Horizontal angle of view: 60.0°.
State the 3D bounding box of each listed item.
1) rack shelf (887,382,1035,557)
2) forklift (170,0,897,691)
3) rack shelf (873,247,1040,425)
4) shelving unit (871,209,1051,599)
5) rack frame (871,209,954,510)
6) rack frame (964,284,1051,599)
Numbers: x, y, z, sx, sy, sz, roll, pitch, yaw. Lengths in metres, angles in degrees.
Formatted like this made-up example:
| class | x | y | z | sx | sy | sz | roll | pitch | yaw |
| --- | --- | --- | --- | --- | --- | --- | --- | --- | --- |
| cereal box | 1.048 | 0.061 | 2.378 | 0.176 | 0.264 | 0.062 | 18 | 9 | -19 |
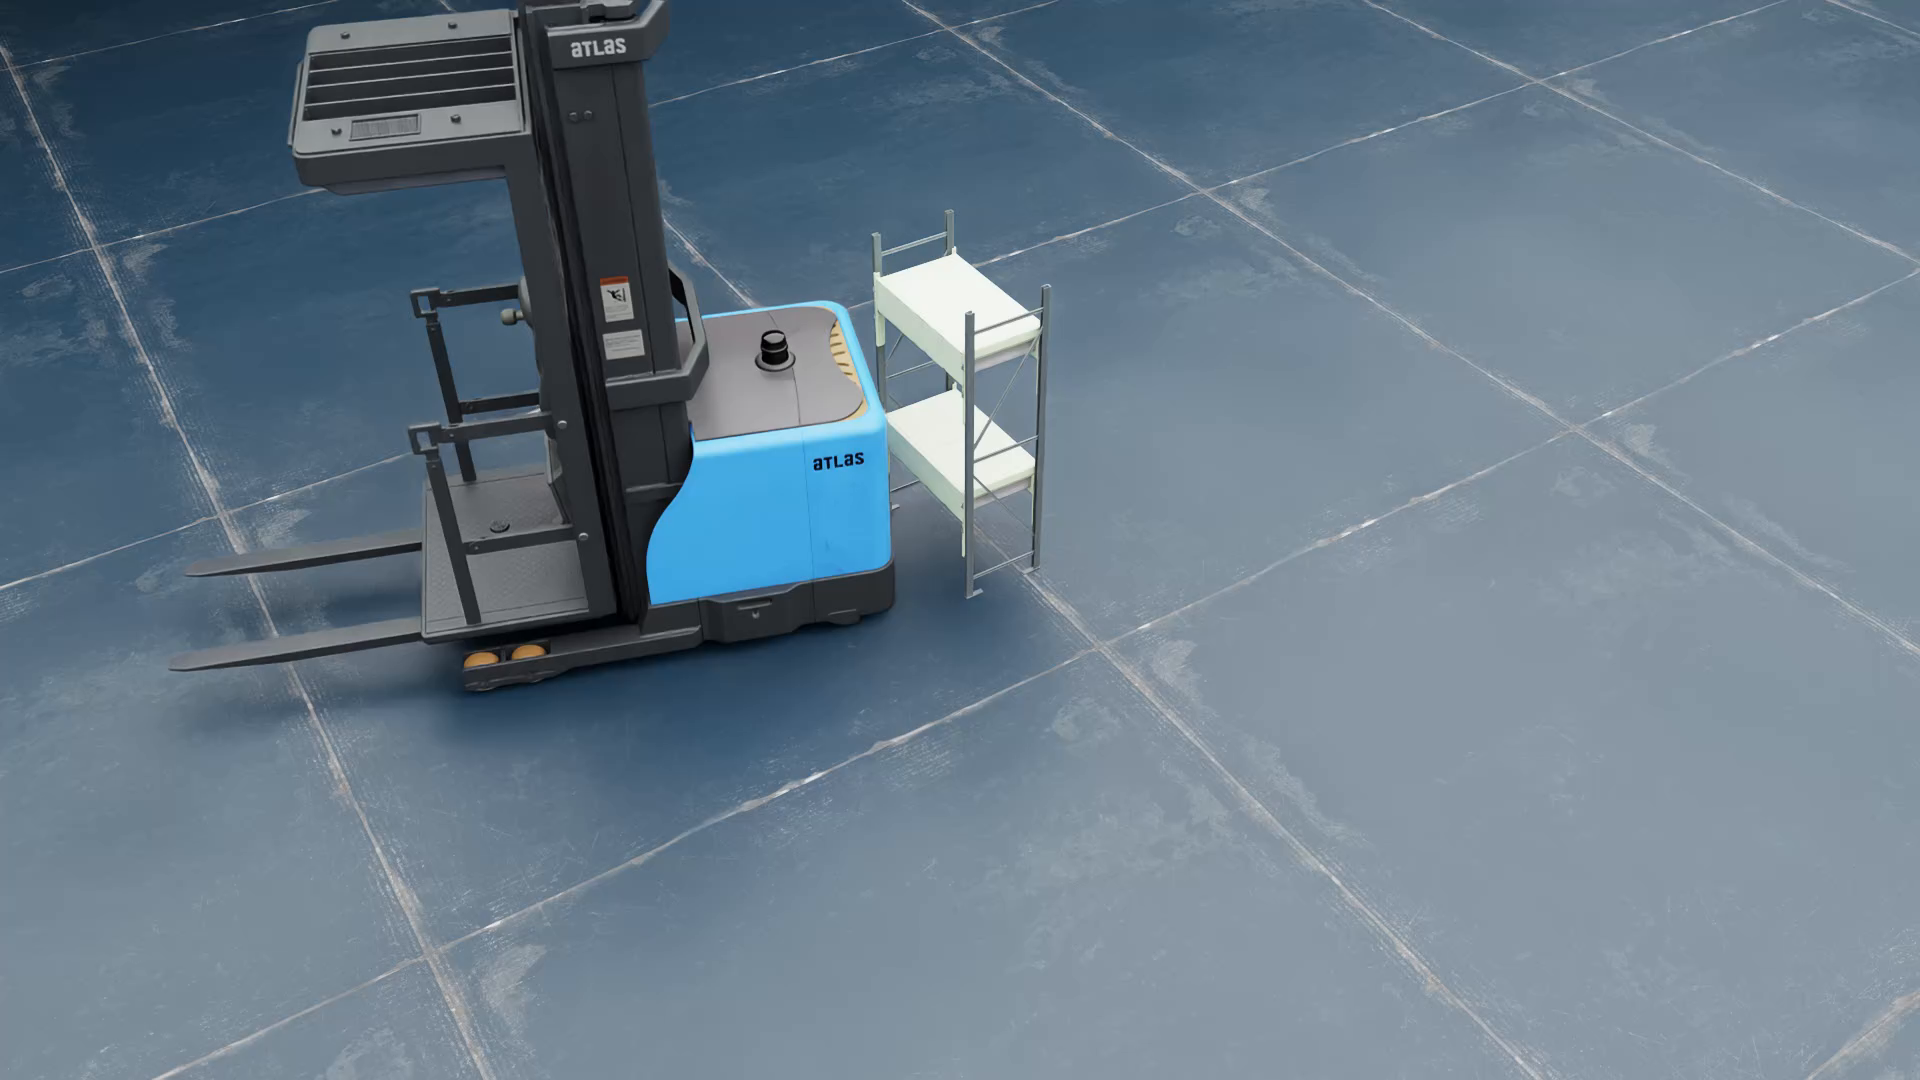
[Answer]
| class | x | y | z | sx | sy | sz | roll | pitch | yaw |
| --- | --- | --- | --- | --- | --- | --- | --- | --- | --- |
| rack shelf | -0.004 | -0.329 | 7.543 | 0.431 | 0.370 | 0.720 | -22 | 45 | -24 |
| forklift | -1.852 | -0.863 | 6.557 | 3.031 | 2.935 | 1.130 | -9 | 41 | -11 |
| rack shelf | -0.004 | -0.880 | 7.085 | 0.431 | 0.370 | 0.720 | -22 | 45 | -24 |
| shelving unit | -0.004 | -0.580 | 7.335 | 0.431 | 1.500 | 0.755 | -22 | 45 | -24 |
| rack frame | -0.200 | -0.777 | 7.572 | 0.400 | 1.500 | 0.023 | -22 | 45 | -24 |
| rack frame | 0.193 | -0.382 | 7.098 | 0.400 | 1.500 | 0.023 | -22 | 45 | -24 |
